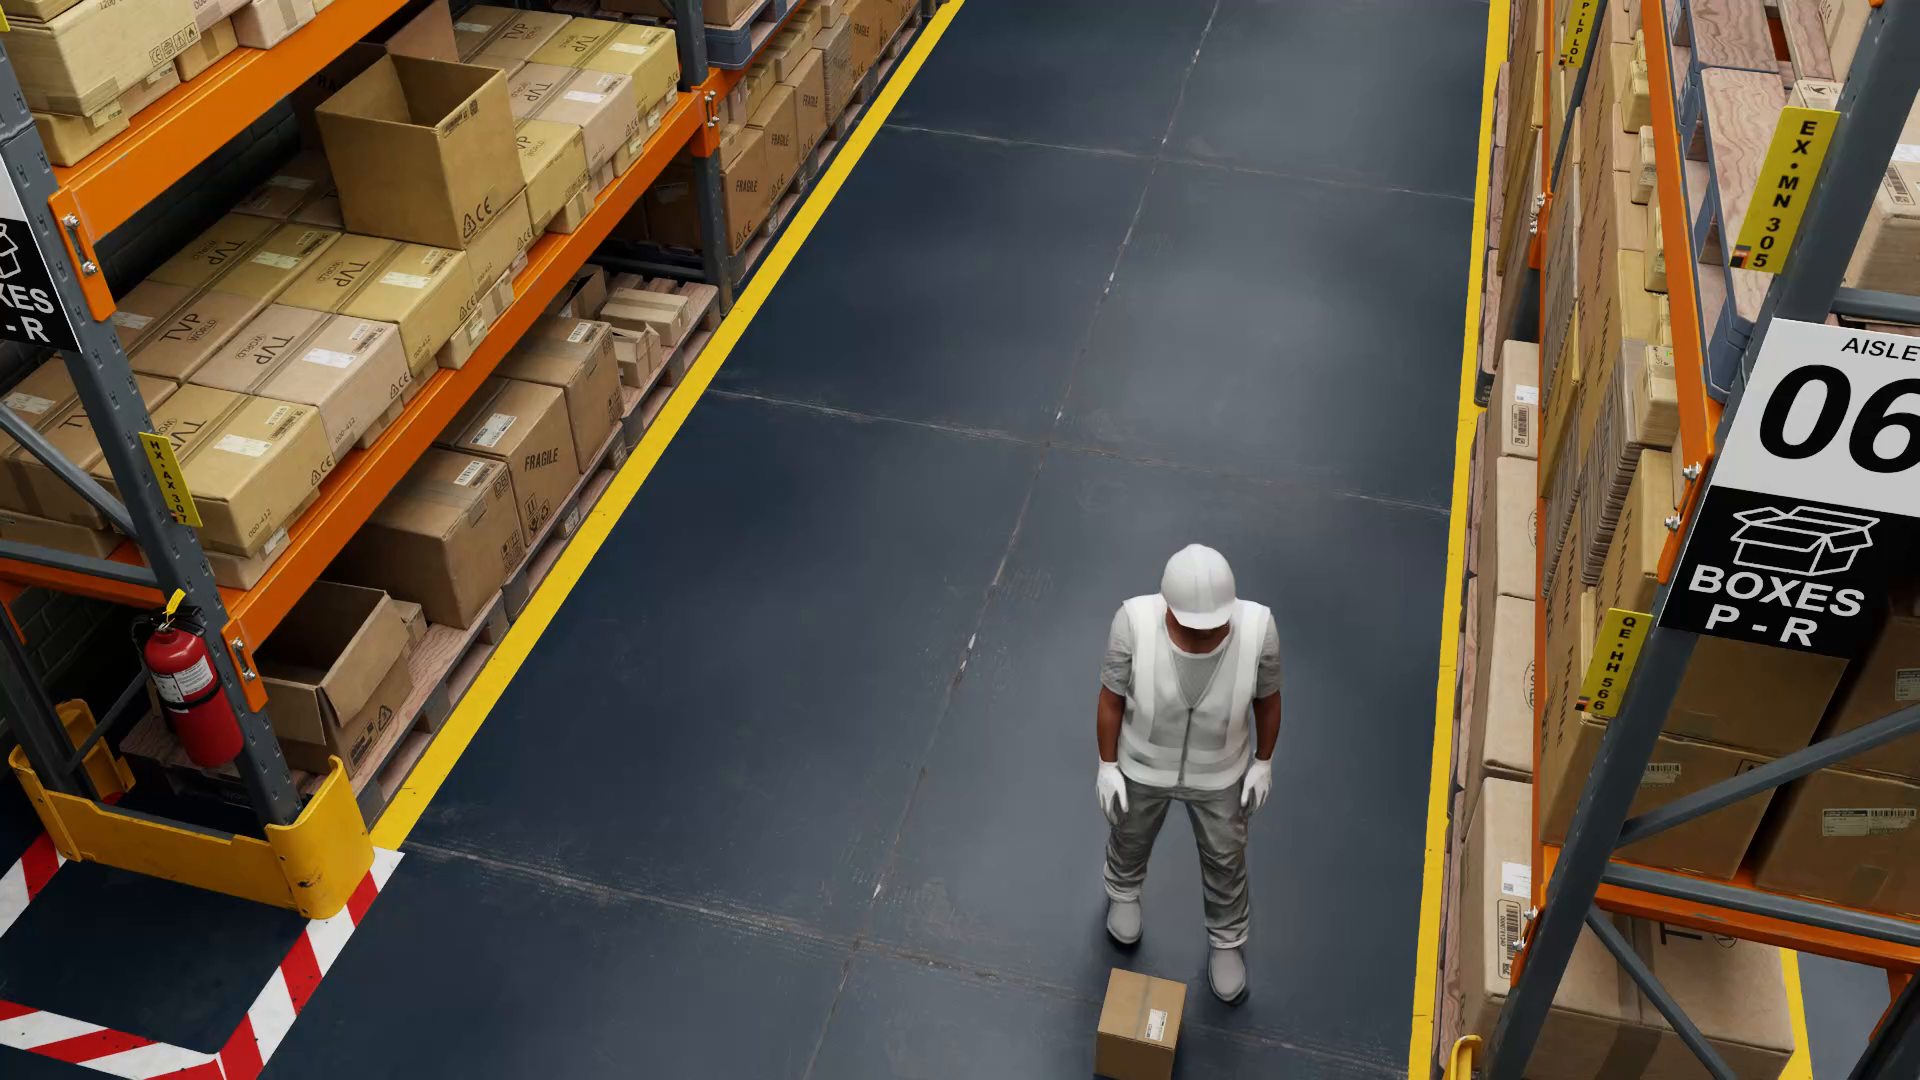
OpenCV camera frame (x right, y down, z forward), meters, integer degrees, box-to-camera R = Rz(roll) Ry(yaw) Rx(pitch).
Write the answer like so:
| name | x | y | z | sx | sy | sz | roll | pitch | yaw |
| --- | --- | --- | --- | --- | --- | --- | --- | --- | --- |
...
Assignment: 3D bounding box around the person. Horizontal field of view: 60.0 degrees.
| name | x | y | z | sx | sy | sz | roll | pitch | yaw |
| --- | --- | --- | --- | --- | --- | --- | --- | --- | --- |
| person | 0.715 | 0.733 | 5.282 | 0.581 | 1.796 | 0.487 | 3 | 41 | 4 |
